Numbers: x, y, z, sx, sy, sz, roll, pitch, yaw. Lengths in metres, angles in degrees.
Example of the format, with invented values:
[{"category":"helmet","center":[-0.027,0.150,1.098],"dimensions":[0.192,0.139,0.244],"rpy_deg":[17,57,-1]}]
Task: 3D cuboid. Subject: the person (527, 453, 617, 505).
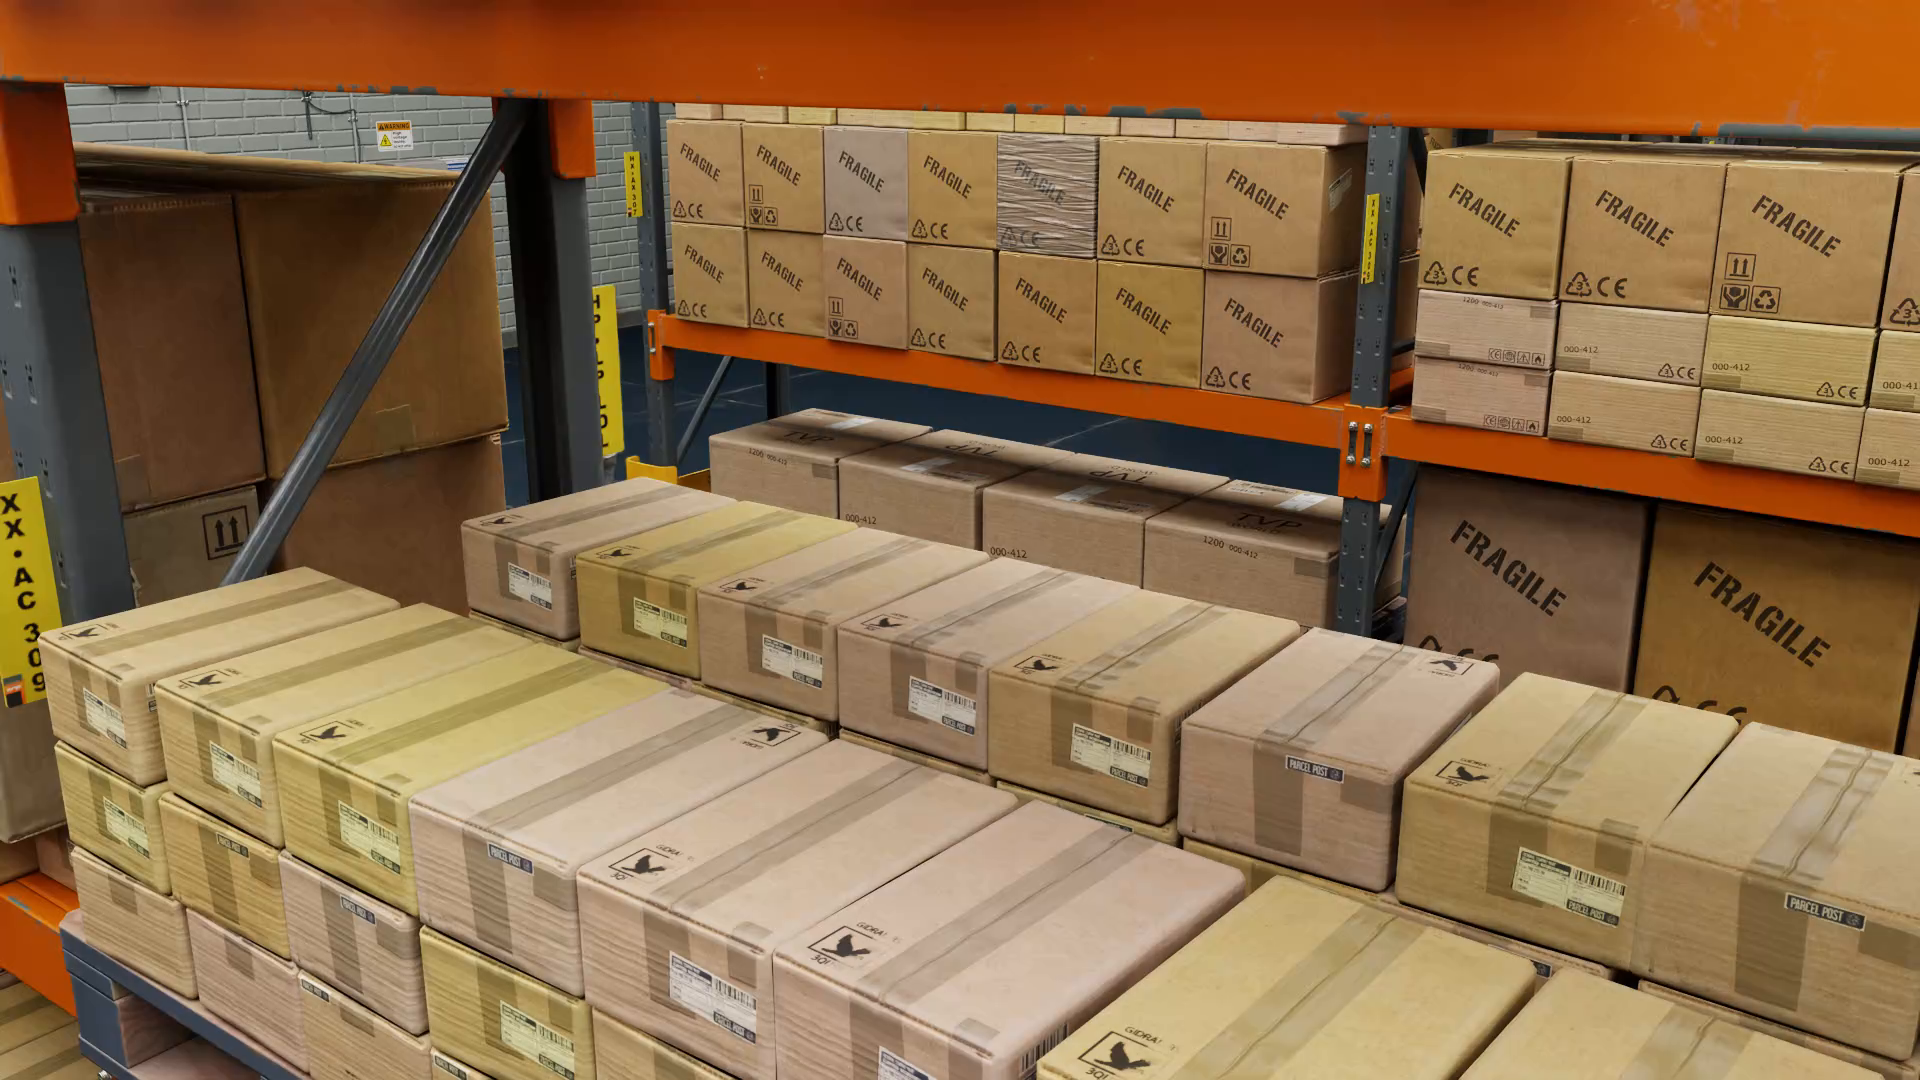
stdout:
[{"category":"person","center":[-1.783,-0.367,7.788],"dimensions":[0.485,1.640,0.415],"rpy_deg":[11,20,32]}]
